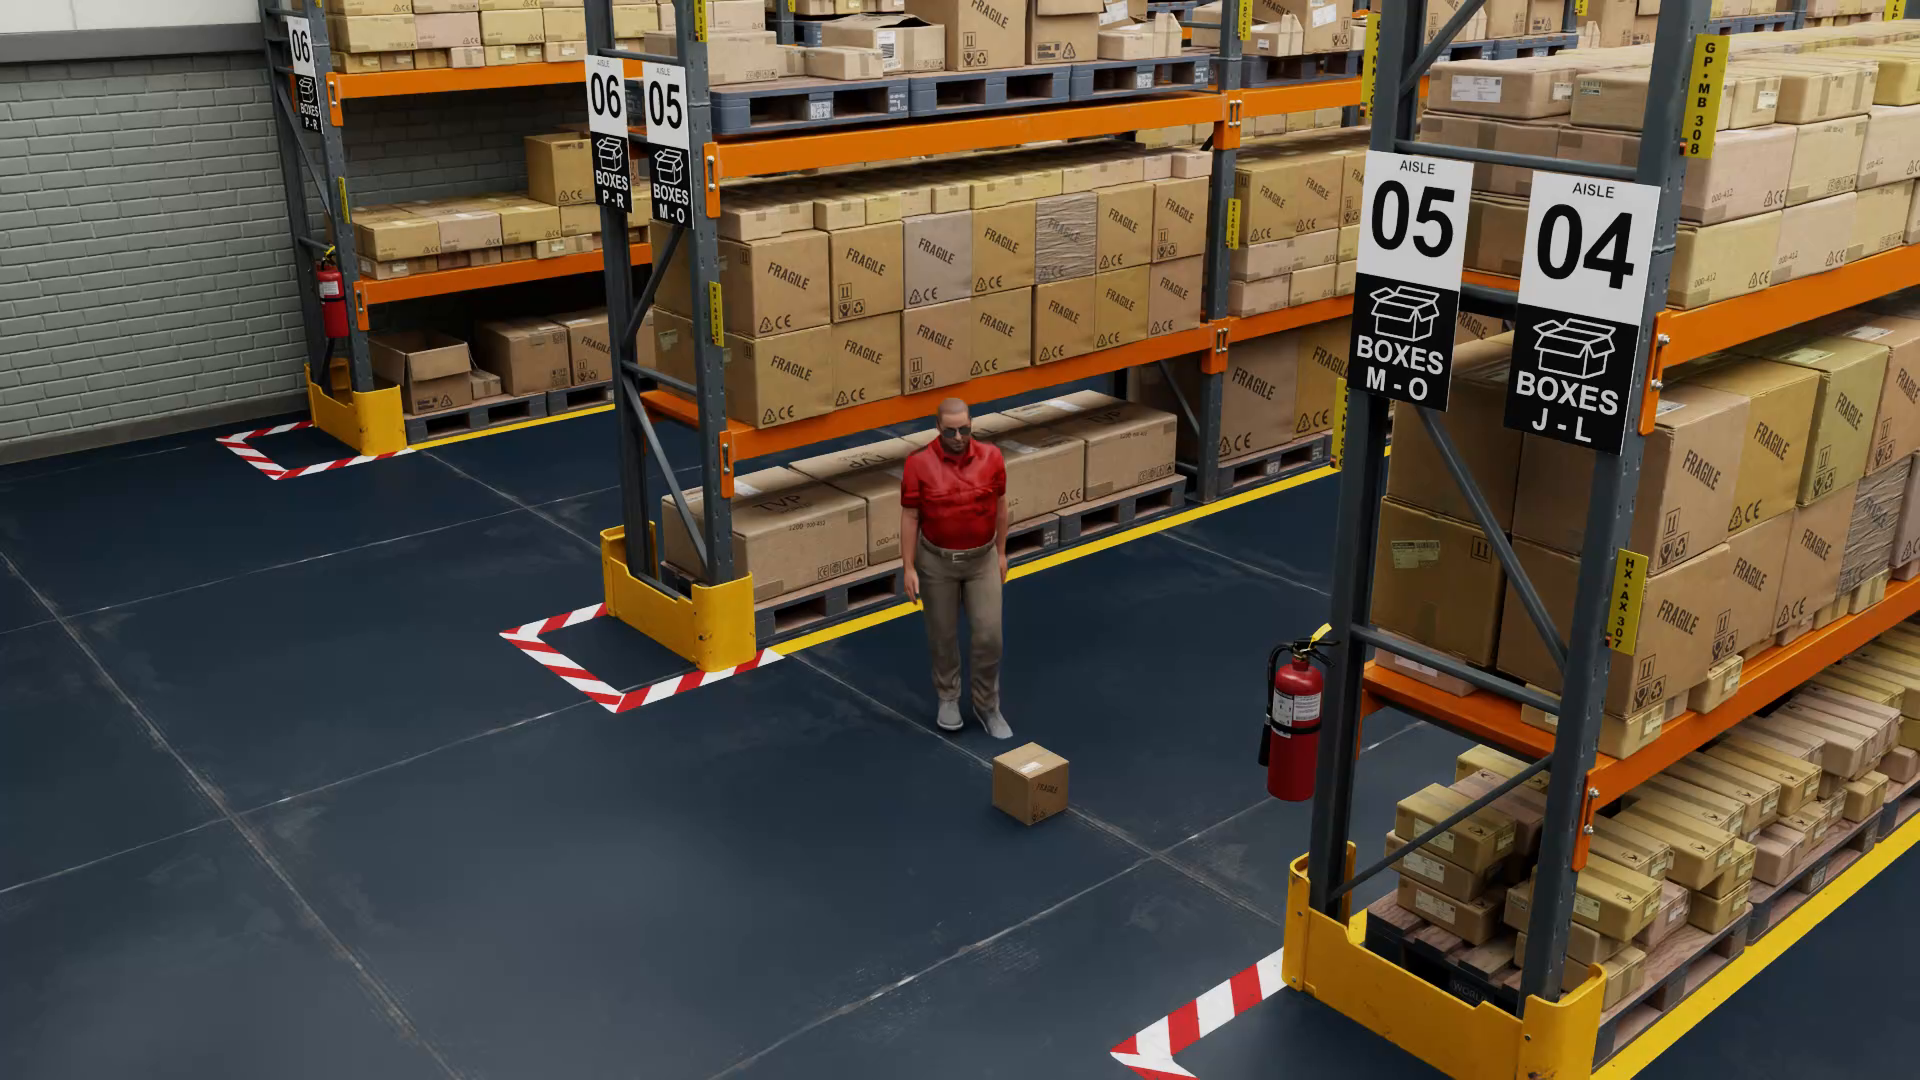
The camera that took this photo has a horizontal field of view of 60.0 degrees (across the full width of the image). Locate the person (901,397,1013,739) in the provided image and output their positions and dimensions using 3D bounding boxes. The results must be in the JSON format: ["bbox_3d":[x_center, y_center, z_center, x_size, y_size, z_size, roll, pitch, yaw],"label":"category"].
[{"bbox_3d":[-0.015,0.166,8.233,0.553,1.798,0.419,-3,21,-8],"label":"person"}]
